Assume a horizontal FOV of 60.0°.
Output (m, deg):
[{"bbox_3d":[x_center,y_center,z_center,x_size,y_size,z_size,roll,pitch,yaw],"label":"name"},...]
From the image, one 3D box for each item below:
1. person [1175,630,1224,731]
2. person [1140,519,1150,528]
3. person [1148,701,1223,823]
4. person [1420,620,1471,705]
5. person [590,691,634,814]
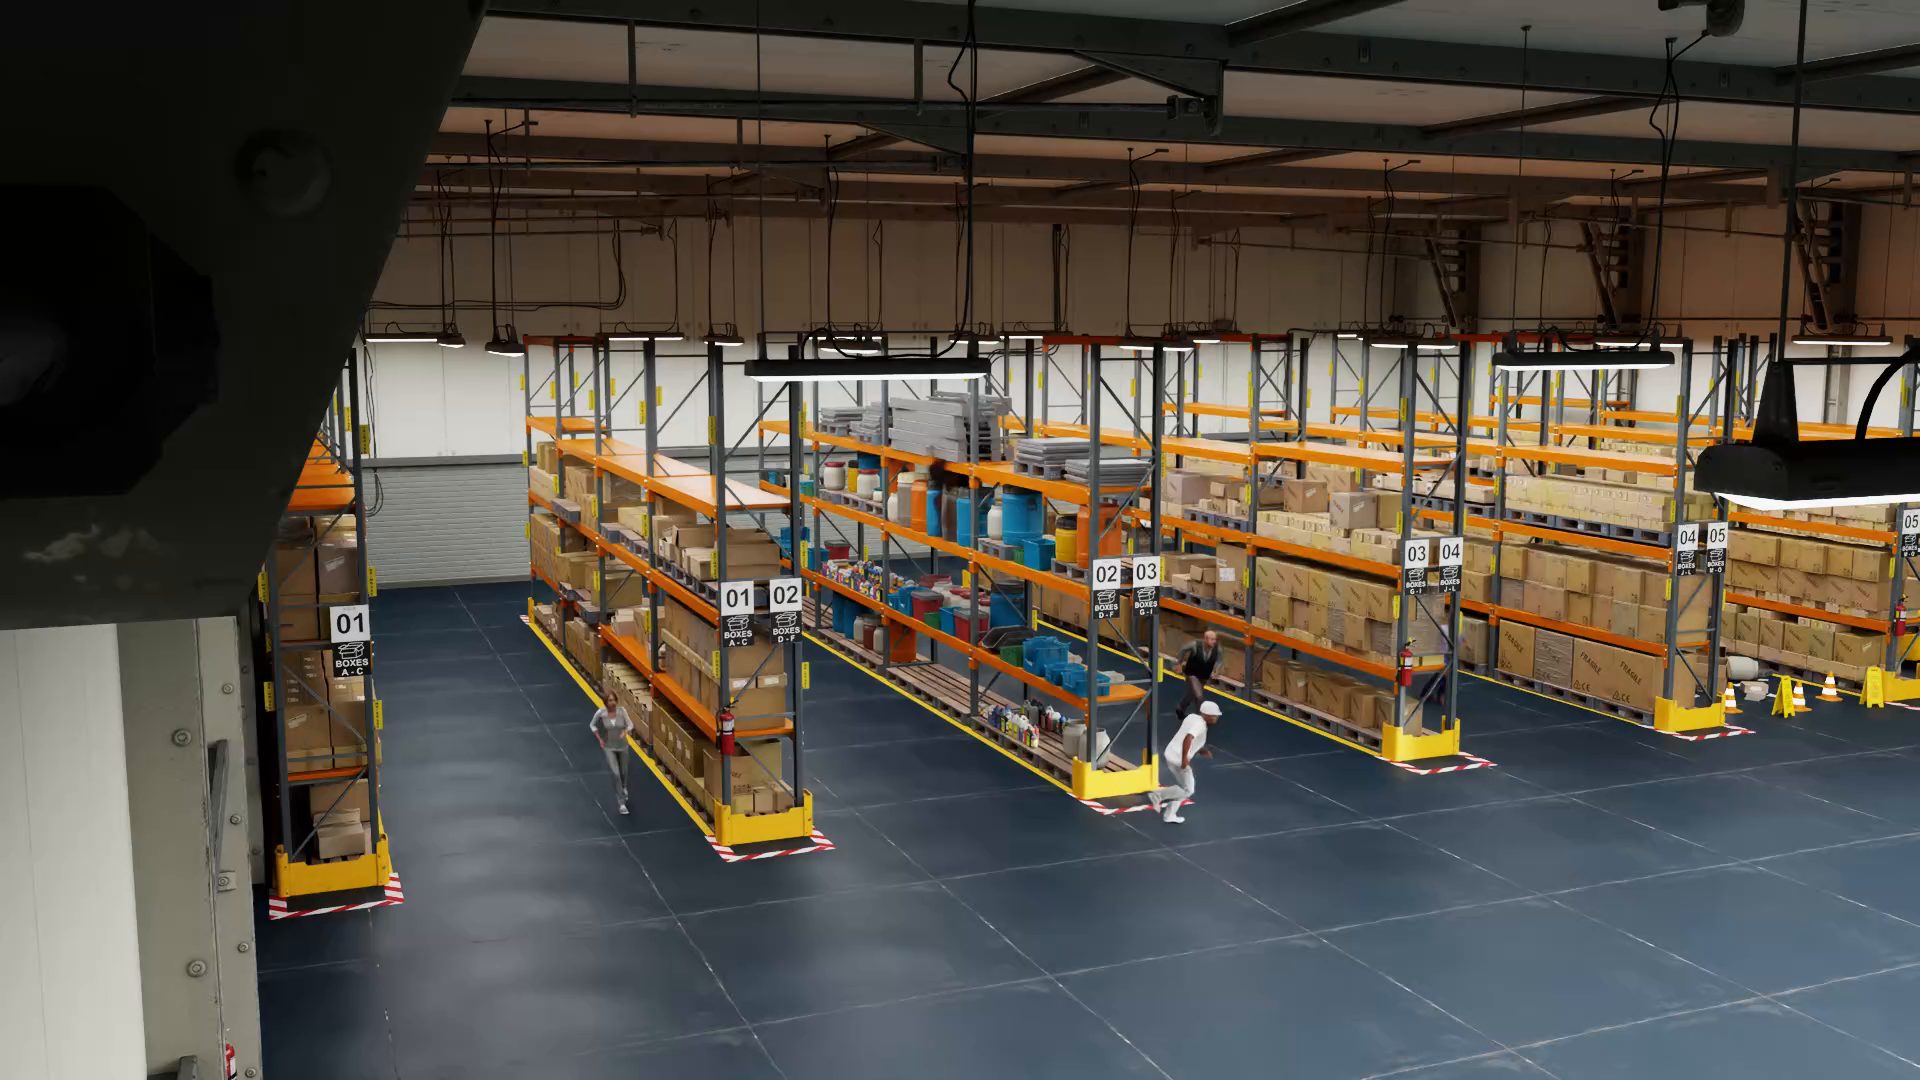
[{"bbox_3d":[3.688,2.112,25.842,0.662,1.558,1.066,-3,8,-20],"label":"person"},{"bbox_3d":[4.503,0.046,41.203,0.608,1.714,0.646,6,9,36],"label":"person"},{"bbox_3d":[2.829,2.802,20.868,0.924,1.568,0.725,0,8,-2],"label":"person"},{"bbox_3d":[7.990,1.924,27.362,0.604,1.519,0.974,-5,9,-32],"label":"person"},{"bbox_3d":[-4.476,2.696,21.465,0.529,1.569,0.797,-3,8,-25],"label":"person"}]
